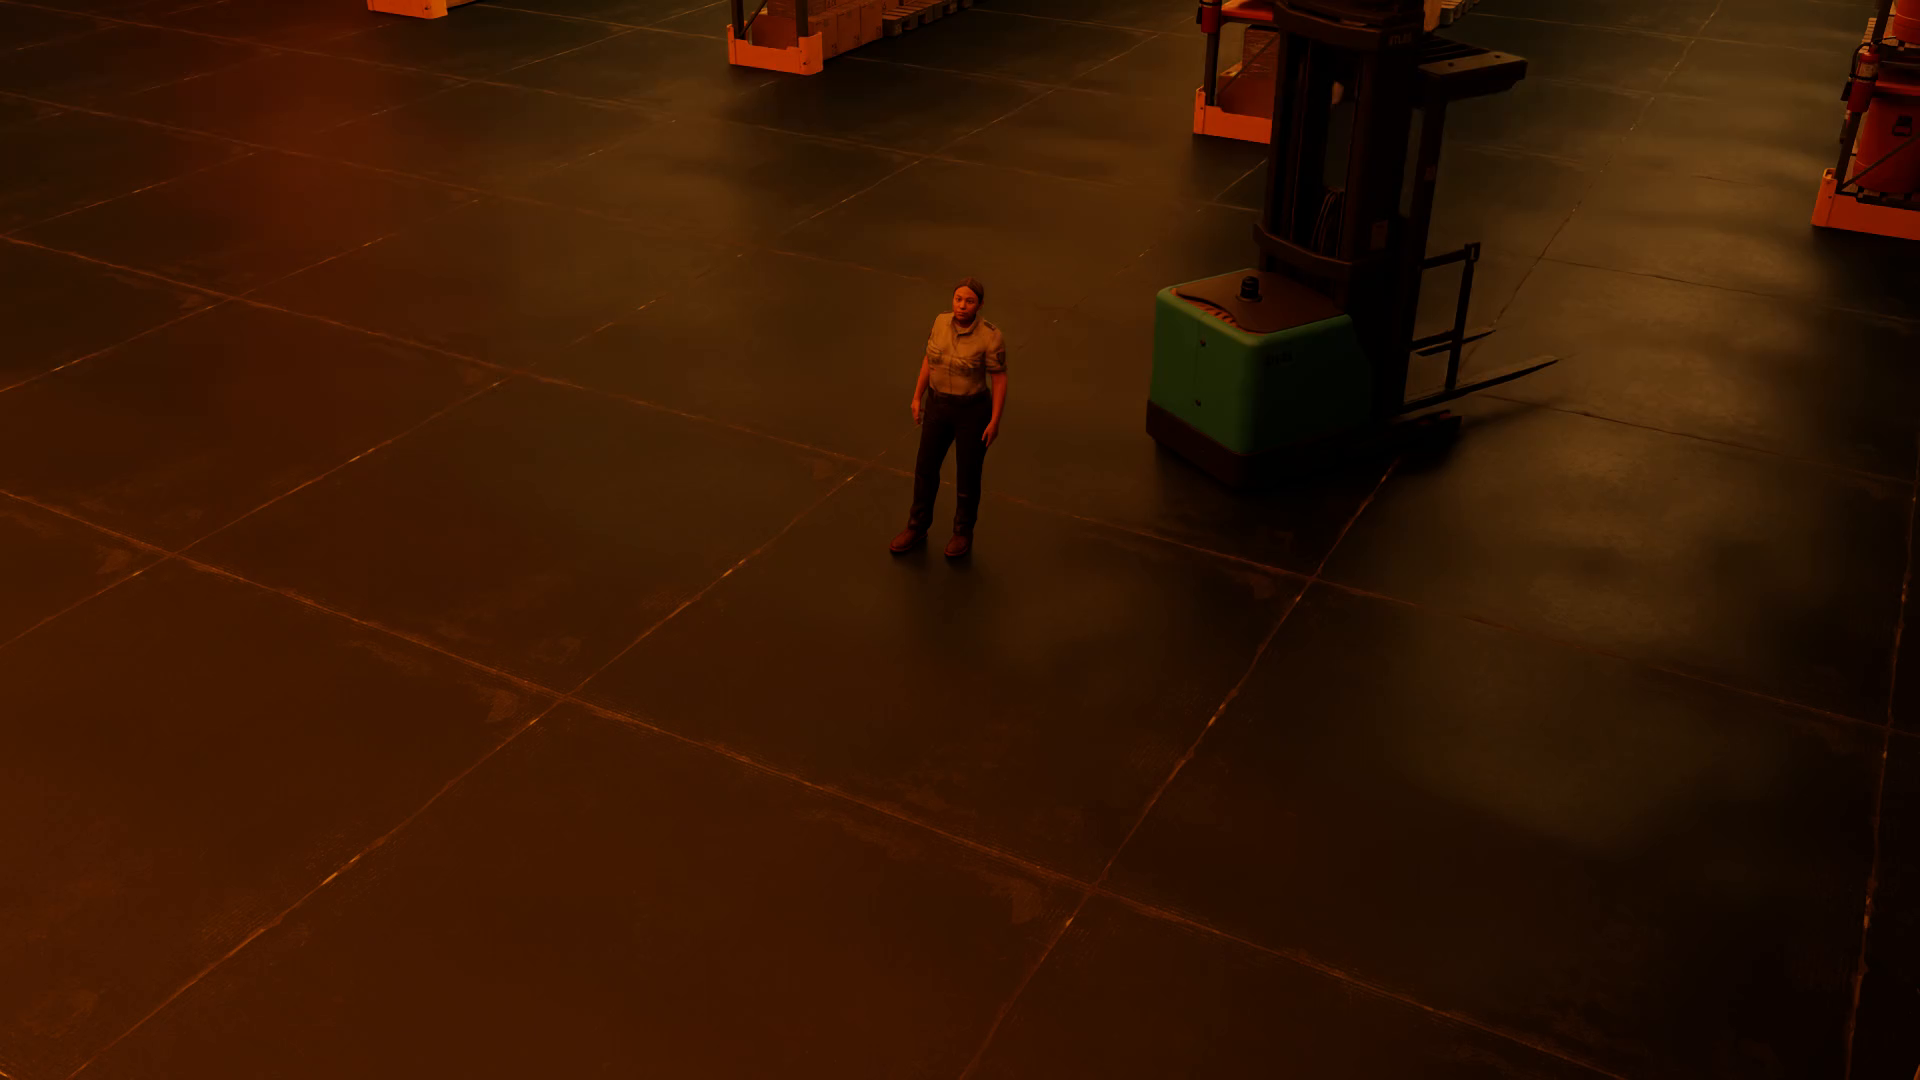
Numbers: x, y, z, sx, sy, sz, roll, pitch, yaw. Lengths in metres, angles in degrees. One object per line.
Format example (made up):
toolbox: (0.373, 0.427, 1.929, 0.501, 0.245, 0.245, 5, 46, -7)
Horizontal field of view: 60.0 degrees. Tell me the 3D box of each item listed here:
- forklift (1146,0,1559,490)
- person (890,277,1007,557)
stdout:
forklift: (2.772, -2.117, 10.738, 3.031, 2.935, 1.130, -17, 34, -26)
person: (-0.063, -0.686, 9.529, 0.599, 1.650, 0.503, 15, 33, 25)
